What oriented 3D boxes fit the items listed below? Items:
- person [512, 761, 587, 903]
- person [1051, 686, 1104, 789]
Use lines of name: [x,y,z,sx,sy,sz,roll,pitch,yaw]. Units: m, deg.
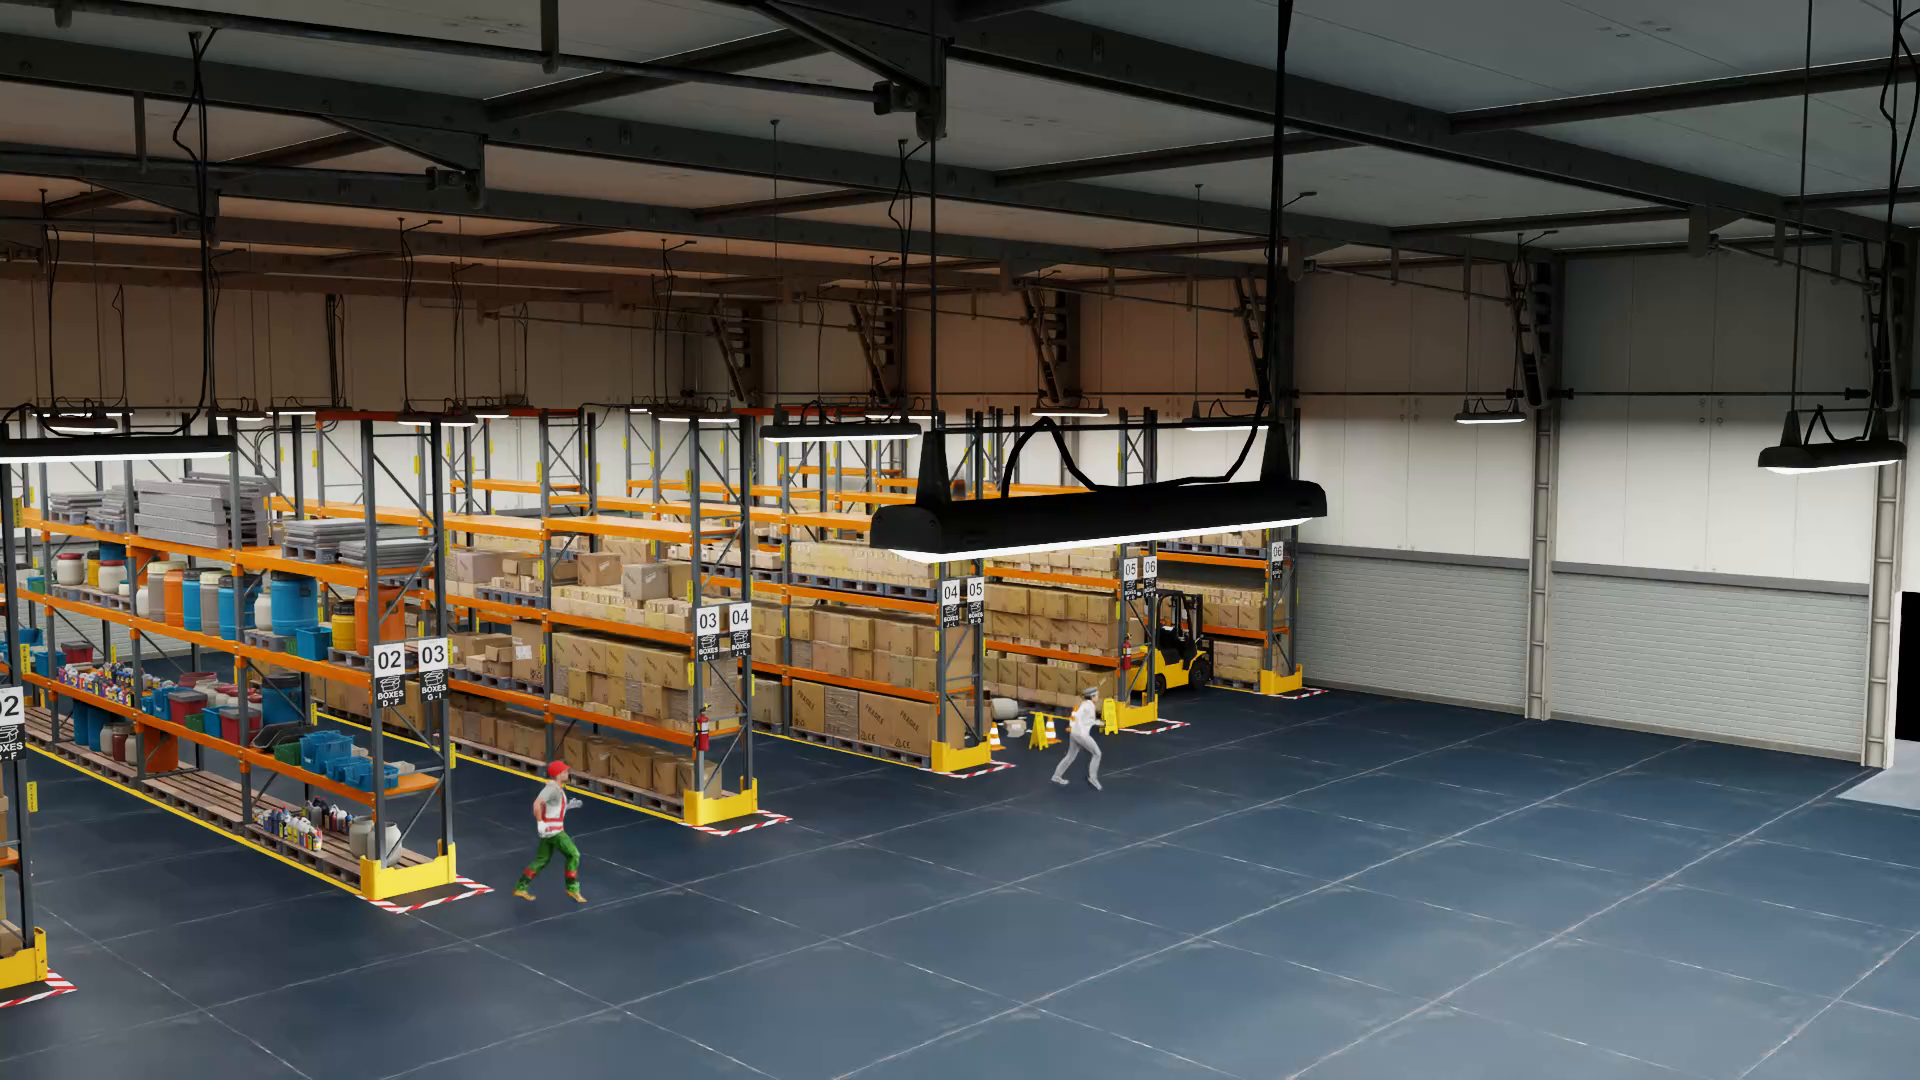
person: [-5.074,3.633,20.494,0.900,1.825,0.693,-2,5,-18]
person: [1.907,3.173,26.612,0.856,1.675,0.632,0,5,-5]
